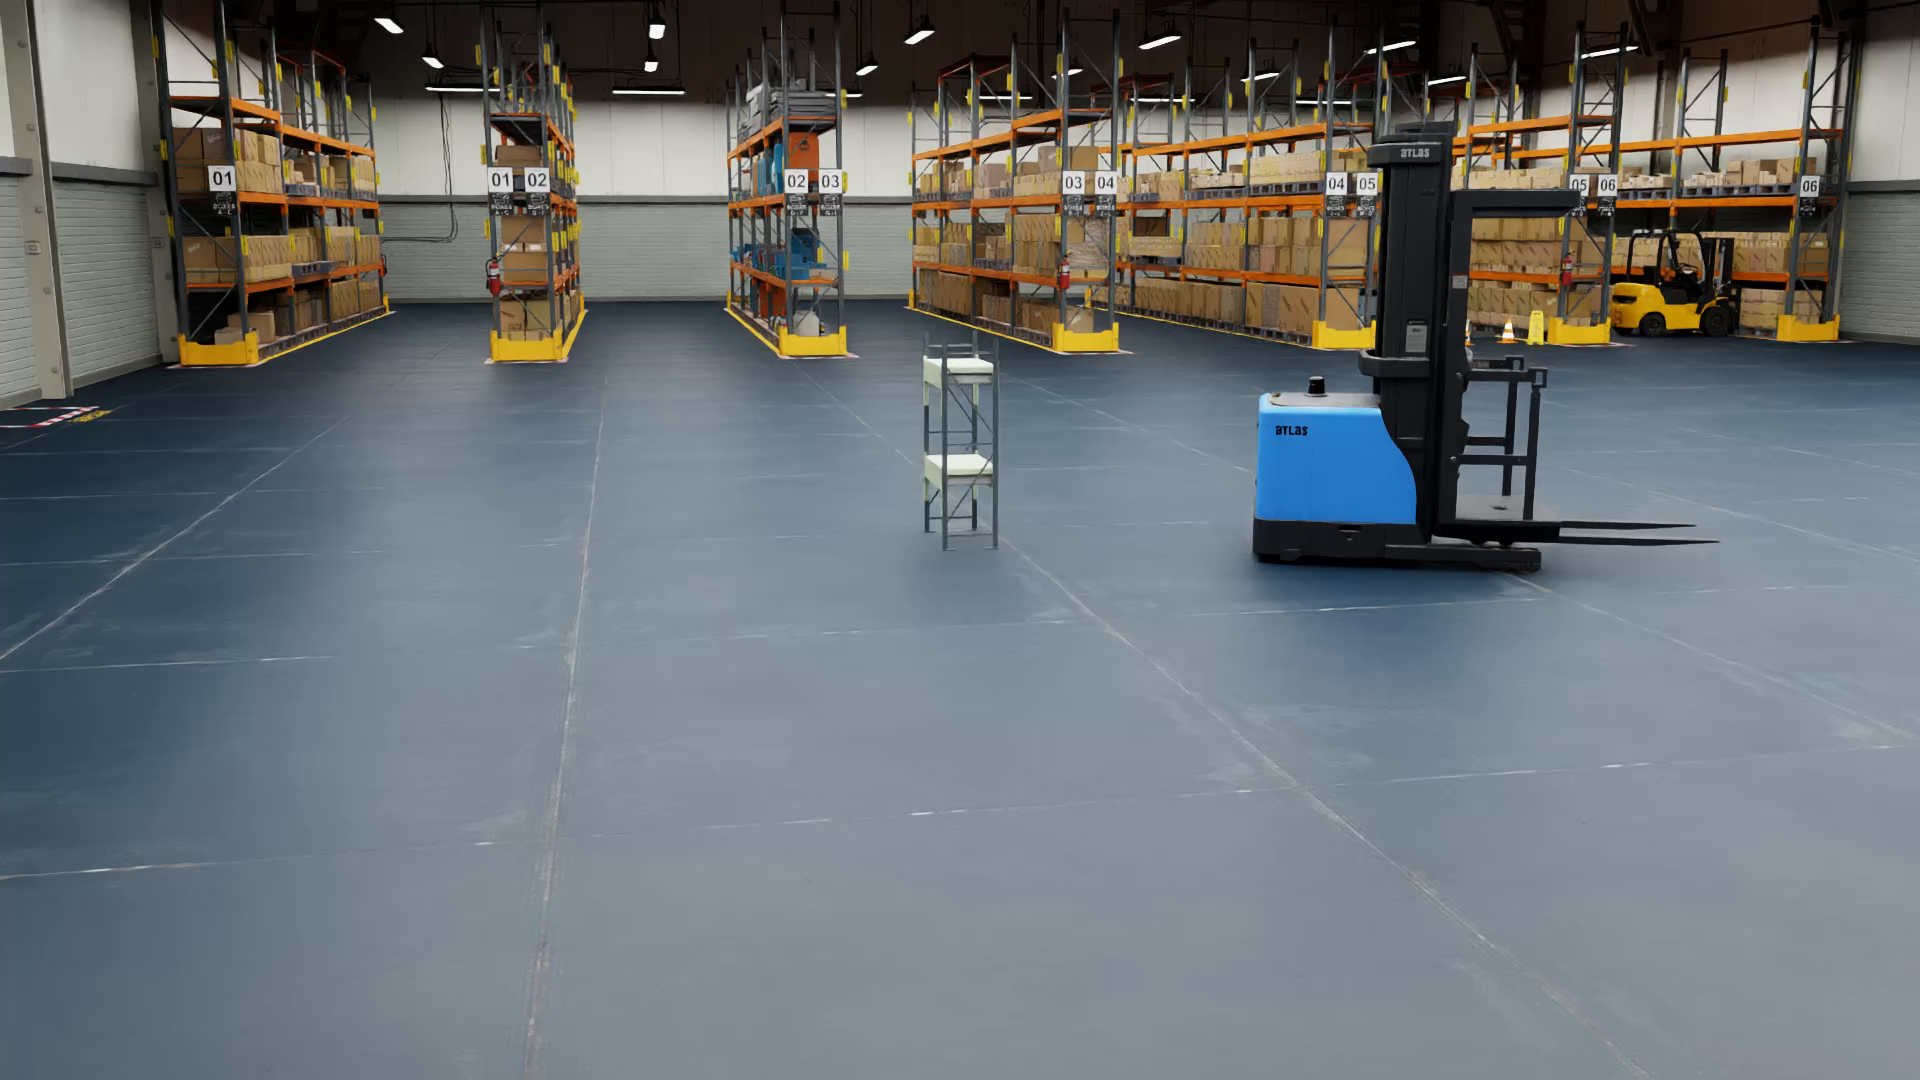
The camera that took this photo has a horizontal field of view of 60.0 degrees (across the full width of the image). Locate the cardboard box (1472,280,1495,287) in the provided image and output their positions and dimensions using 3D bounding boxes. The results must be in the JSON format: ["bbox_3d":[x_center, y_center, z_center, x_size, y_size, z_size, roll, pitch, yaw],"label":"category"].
[{"bbox_3d":[11.069,-5.424,35.160,0.380,0.149,0.250,-2,11,-10],"label":"cardboard box"}]

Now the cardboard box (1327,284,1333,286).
[{"bbox_3d":[9.897,-6.543,43.111,0.875,0.875,0.875,-2,11,-9],"label":"cardboard box"}]

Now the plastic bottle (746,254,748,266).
[{"bbox_3d":[-4.940,-6.579,39.071,0.152,0.276,0.135,-2,11,-11],"label":"plastic bottle"}]

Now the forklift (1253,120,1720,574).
[{"bbox_3d":[3.575,-1.322,11.302,3.031,2.935,1.130,2,11,10],"label":"forklift"}]

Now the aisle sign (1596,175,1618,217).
[{"bbox_3d":[12.348,-6.568,31.727,0.394,0.787,0.004,-2,11,-11],"label":"aisle sign"}]

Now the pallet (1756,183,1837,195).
[{"bbox_3d":[16.788,-7.033,33.337,1.003,0.211,1.213,-2,11,-11],"label":"pallet"}]

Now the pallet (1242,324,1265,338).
[{"bbox_3d":[6.489,-4.314,34.295,1.003,0.211,1.213,-2,11,-11],"label":"pallet"}]

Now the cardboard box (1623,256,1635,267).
[{"bbox_3d":[15.597,-6.399,38.195,0.500,0.250,0.500,-2,11,-11],"label":"cardboard box"}]

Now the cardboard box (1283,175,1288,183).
[{"bbox_3d":[6.502,-7.026,32.347,0.380,0.149,0.250,-2,11,-10],"label":"cardboard box"}]

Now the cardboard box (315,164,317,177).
[{"bbox_3d":[-14.127,-7.778,35.573,0.700,0.500,0.500,-3,11,-14],"label":"cardboard box"}]

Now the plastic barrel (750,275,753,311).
[{"bbox_3d":[-4.792,-6.026,40.324,0.600,0.901,0.708,-2,11,-11],"label":"plastic barrel"}]

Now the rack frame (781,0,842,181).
[{"bbox_3d":[-2.548,-7.697,28.570,1.000,3.000,0.127,-2,11,-11],"label":"rack frame"}]

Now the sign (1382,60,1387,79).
[{"bbox_3d":[7.741,-8.595,30.365,0.100,0.325,0.005,-2,11,-11],"label":"sign"}]

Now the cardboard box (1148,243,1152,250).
[{"bbox_3d":[4.793,-7.146,40.473,0.380,0.149,0.250,-2,11,-12],"label":"cardboard box"}]

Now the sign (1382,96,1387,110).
[{"bbox_3d":[9.932,-10.221,38.907,0.100,0.325,0.005,-2,11,-11],"label":"sign"}]

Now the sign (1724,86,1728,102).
[{"bbox_3d":[16.671,-9.705,36.196,0.100,0.325,0.005,-2,11,-11],"label":"sign"}]

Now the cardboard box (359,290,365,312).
[{"bbox_3d":[-14.644,-5.710,39.736,0.700,0.500,0.500,-2,11,-10],"label":"cardboard box"}]

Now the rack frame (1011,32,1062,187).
[{"bbox_3d":[1.533,-8.611,33.371,1.000,3.000,0.127,-2,11,-11],"label":"rack frame"}]

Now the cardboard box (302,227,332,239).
[{"bbox_3d":[-13.662,-6.528,35.352,0.500,0.250,0.500,-2,11,-10],"label":"cardboard box"}]

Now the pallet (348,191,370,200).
[{"bbox_3d":[-14.982,-8.394,40.493,1.003,0.211,1.213,-2,11,-11],"label":"pallet"}]

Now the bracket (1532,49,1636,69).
[{"bbox_3d":[15.551,-11.984,41.465,0.076,0.066,4.783,-2,11,-11],"label":"bracket"}]

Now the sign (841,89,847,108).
[{"bbox_3d":[-2.007,-7.614,28.691,0.100,0.325,0.005,-2,11,-11],"label":"sign"}]

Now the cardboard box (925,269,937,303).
[{"bbox_3d":[-0.421,-6.746,44.176,0.875,0.875,0.875,-2,11,-11],"label":"cardboard box"}]

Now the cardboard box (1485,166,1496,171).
[{"bbox_3d":[11.426,-8.089,36.591,0.500,0.250,0.500,-2,11,-12],"label":"cardboard box"}]

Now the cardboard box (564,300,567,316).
[{"bbox_3d":[-8.215,-4.707,33.636,0.500,0.311,0.500,-2,11,-13],"label":"cardboard box"}]

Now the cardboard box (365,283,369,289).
[{"bbox_3d":[-14.634,-6.194,40.543,0.380,0.149,0.250,-2,11,-13],"label":"cardboard box"}]

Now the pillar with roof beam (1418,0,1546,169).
[{"bbox_3d":[11.092,-10.624,43.946,9.100,9.000,0.548,-2,11,-11],"label":"pillar with roof beam"}]

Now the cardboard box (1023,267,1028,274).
[{"bbox_3d":[1.457,-5.306,32.724,0.380,0.149,0.250,-2,11,-11],"label":"cardboard box"}]

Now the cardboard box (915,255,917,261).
[{"bbox_3d":[-1.005,-7.617,44.866,0.380,0.149,0.250,-2,11,-12],"label":"cardboard box"}]

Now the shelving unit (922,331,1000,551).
[{"bbox_3d":[0.001,-0.736,12.050,0.431,1.500,0.755,-2,11,-11],"label":"shelving unit"}]

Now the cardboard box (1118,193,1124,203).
[{"bbox_3d":[4.416,-8.865,43.129,0.500,0.250,0.500,-2,11,-11],"label":"cardboard box"}]

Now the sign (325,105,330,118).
[{"bbox_3d":[-15.923,-10.789,41.893,0.100,0.325,0.005,-2,11,-11],"label":"sign"}]

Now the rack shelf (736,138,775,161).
[{"bbox_3d":[-4.493,-8.981,38.311,1.077,0.370,4.000,-2,11,-11],"label":"rack shelf"}]

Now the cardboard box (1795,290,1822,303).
[{"bbox_3d":[16.992,-4.914,33.546,0.500,0.250,0.500,-2,11,-12],"label":"cardboard box"}]

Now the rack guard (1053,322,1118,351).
[{"bbox_3d":[2.296,-3.716,30.384,1.175,0.500,0.348,-2,11,-11],"label":"rack guard"}]

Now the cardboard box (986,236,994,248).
[{"bbox_3d":[0.899,-6.555,37.225,0.500,0.500,0.500,-4,11,-18],"label":"cardboard box"}]

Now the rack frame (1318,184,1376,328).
[{"bbox_3d":[7.196,-5.092,30.928,1.000,3.000,0.127,-2,11,-11],"label":"rack frame"}]

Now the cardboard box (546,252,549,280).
[{"bbox_3d":[-7.592,-4.802,29.136,0.700,0.500,0.500,-2,11,-10],"label":"cardboard box"}]

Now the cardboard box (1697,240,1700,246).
[{"bbox_3d":[16.031,-6.363,35.603,0.380,0.149,0.250,-2,11,-10],"label":"cardboard box"}]

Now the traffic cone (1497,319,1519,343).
[{"bbox_3d":[10.682,-4.076,32.376,0.336,0.463,0.334,-2,11,-11],"label":"traffic cone"}]

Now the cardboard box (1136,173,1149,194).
[{"bbox_3d":[4.828,-8.948,41.776,0.700,0.500,0.500,-2,11,-11],"label":"cardboard box"}]

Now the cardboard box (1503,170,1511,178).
[{"bbox_3d":[11.302,-7.460,33.883,0.380,0.149,0.250,-2,11,-12],"label":"cardboard box"}]

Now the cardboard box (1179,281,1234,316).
[{"bbox_3d":[5.670,-5.546,38.204,1.050,0.750,0.750,-2,11,-12],"label":"cardboard box"}]

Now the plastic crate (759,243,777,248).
[{"bbox_3d":[-4.809,-7.185,41.591,0.402,0.464,0.583,-2,11,-11],"label":"plastic crate"}]

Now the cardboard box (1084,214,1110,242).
[{"bbox_3d":[2.471,-5.727,30.529,0.500,0.500,0.500,-2,11,-11],"label":"cardboard box"}]

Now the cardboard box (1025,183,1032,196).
[{"bbox_3d":[1.563,-6.784,32.193,0.500,0.250,0.500,-3,11,-13],"label":"cardboard box"}]

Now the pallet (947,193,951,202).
[{"bbox_3d":[0.203,-8.344,40.504,0.805,0.209,1.217,-3,11,-13],"label":"pallet"}]

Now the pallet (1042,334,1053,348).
[{"bbox_3d":[2.173,-3.725,31.201,1.003,0.211,1.213,-2,11,-11],"label":"pallet"}]

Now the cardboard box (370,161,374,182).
[{"bbox_3d":[-14.967,-9.224,41.618,0.500,0.500,0.500,-2,11,-11],"label":"cardboard box"}]

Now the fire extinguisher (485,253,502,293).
[{"bbox_3d":[-7.840,-4.494,27.993,0.296,0.674,0.183,-2,11,-11],"label":"fire extinguisher"}]

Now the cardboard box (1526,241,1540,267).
[{"bbox_3d":[11.563,-5.667,32.887,0.500,0.500,0.500,-2,11,-11],"label":"cardboard box"}]

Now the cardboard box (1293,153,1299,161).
[{"bbox_3d":[6.601,-7.325,31.785,0.380,0.149,0.250,-2,11,-11],"label":"cardboard box"}]
